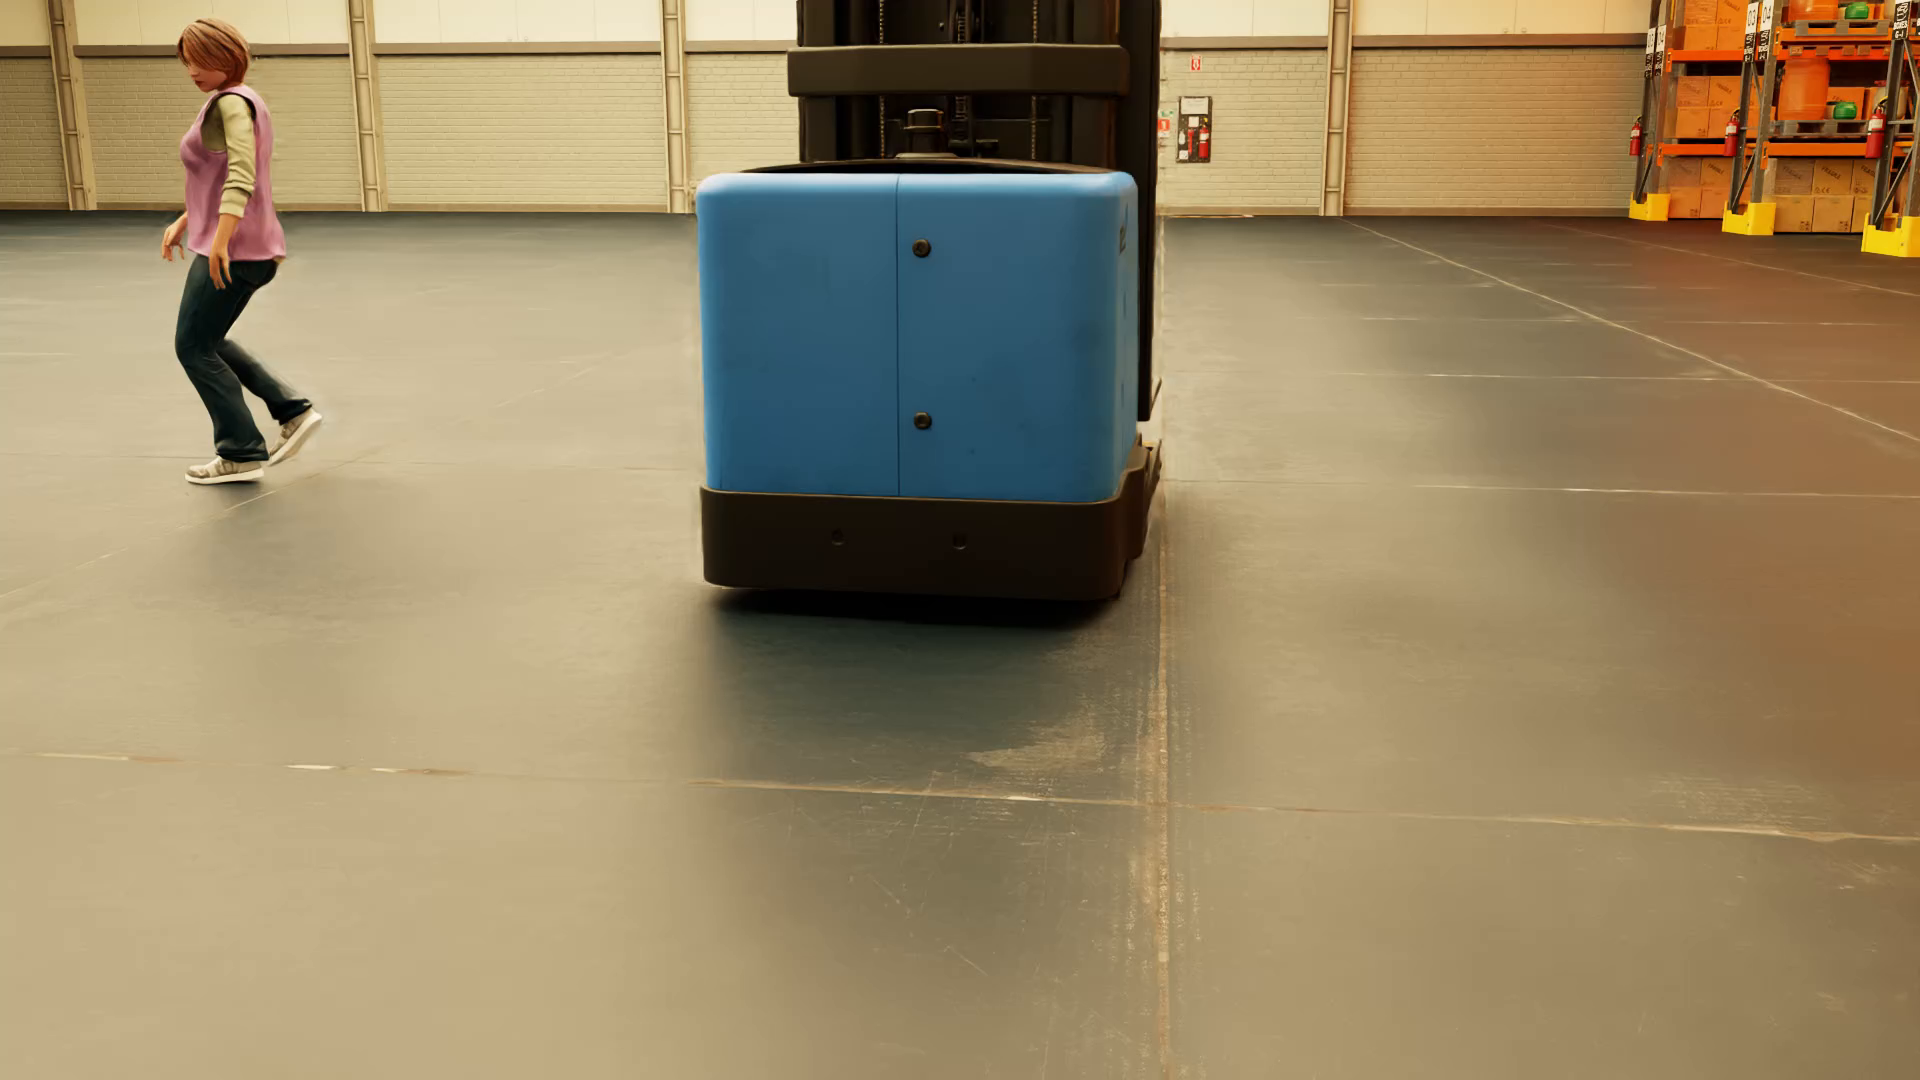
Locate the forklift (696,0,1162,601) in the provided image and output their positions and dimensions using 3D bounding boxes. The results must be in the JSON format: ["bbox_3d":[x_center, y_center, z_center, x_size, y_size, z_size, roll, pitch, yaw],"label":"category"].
[{"bbox_3d":[0.092,-1.565,5.203,1.130,2.935,3.031,2,13,9],"label":"forklift"}]

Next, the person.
[{"bbox_3d":[-2.500,-0.951,5.628,0.480,1.553,0.623,-1,13,-4],"label":"person"}]
